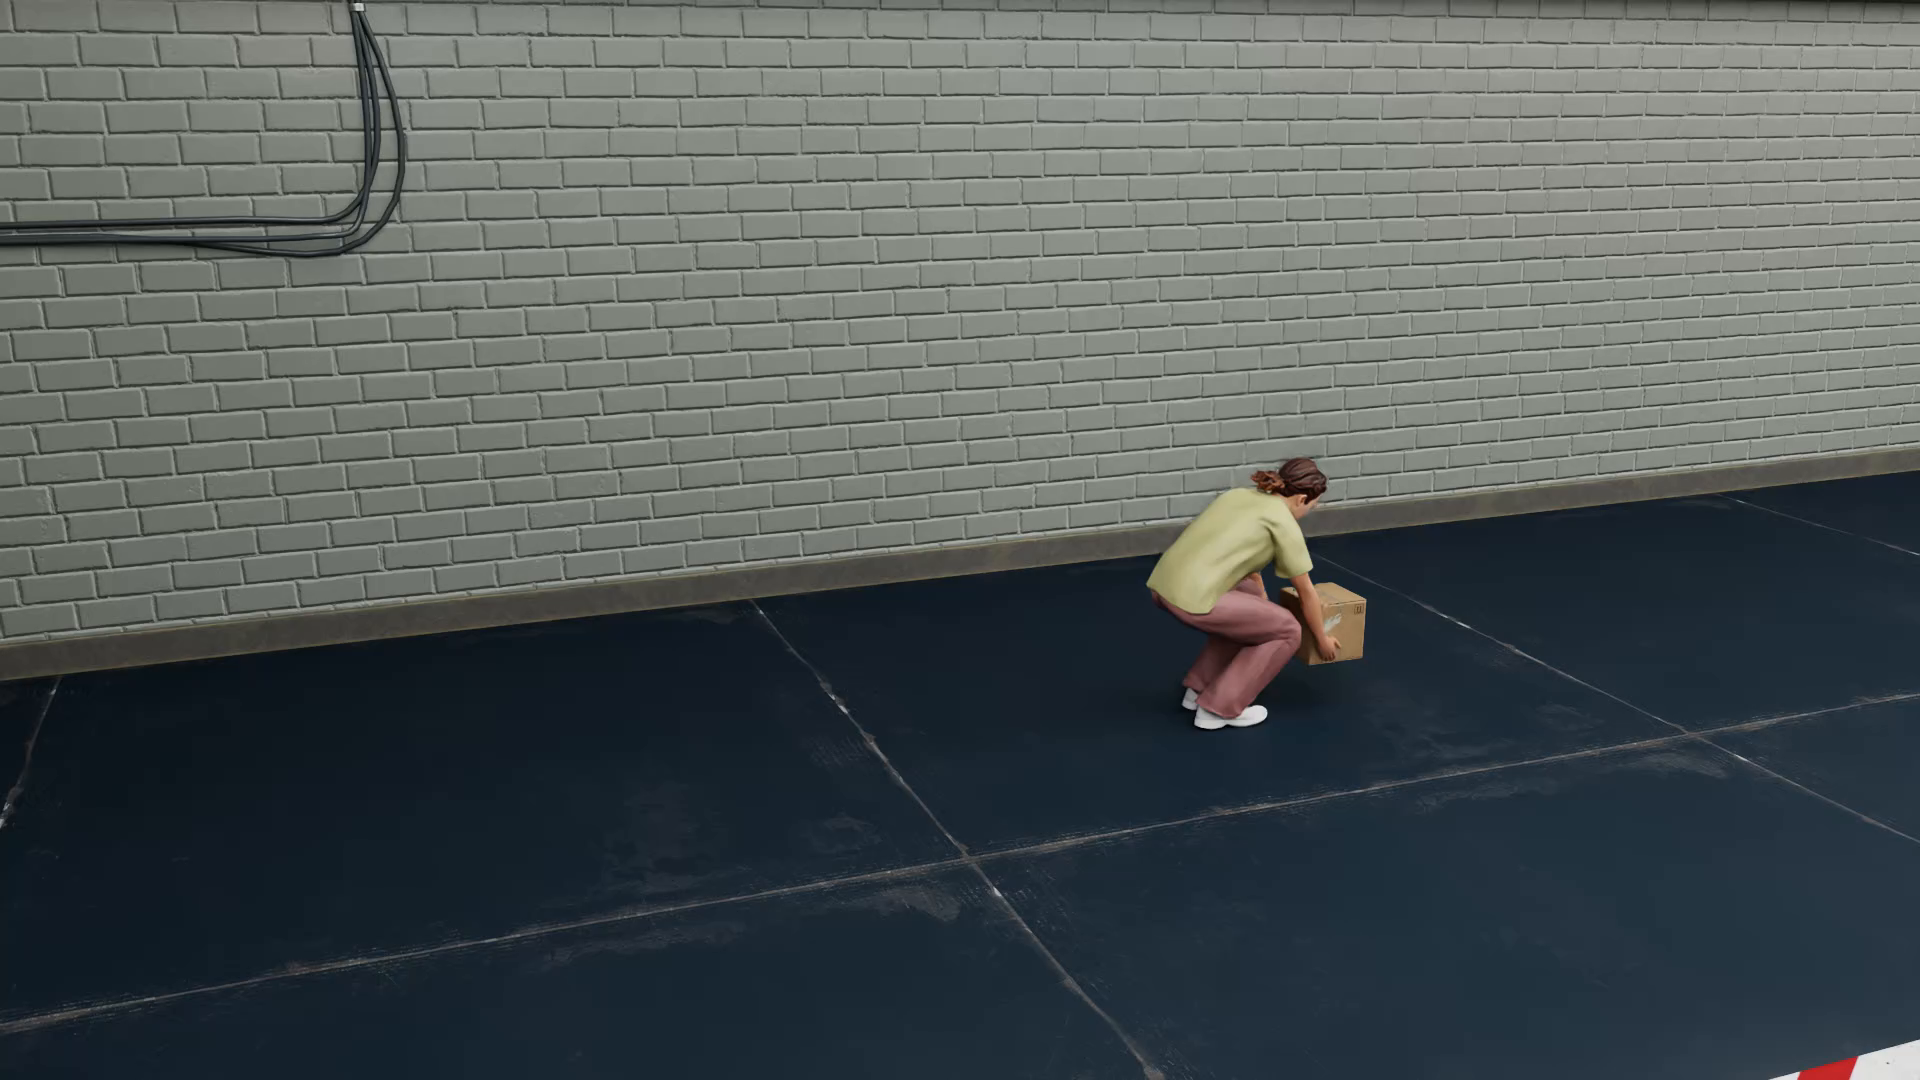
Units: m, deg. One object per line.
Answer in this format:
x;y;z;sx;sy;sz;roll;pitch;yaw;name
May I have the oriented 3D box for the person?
1.099;0.196;6.570;0.766;1.008;0.495;-6;17;-20;person
